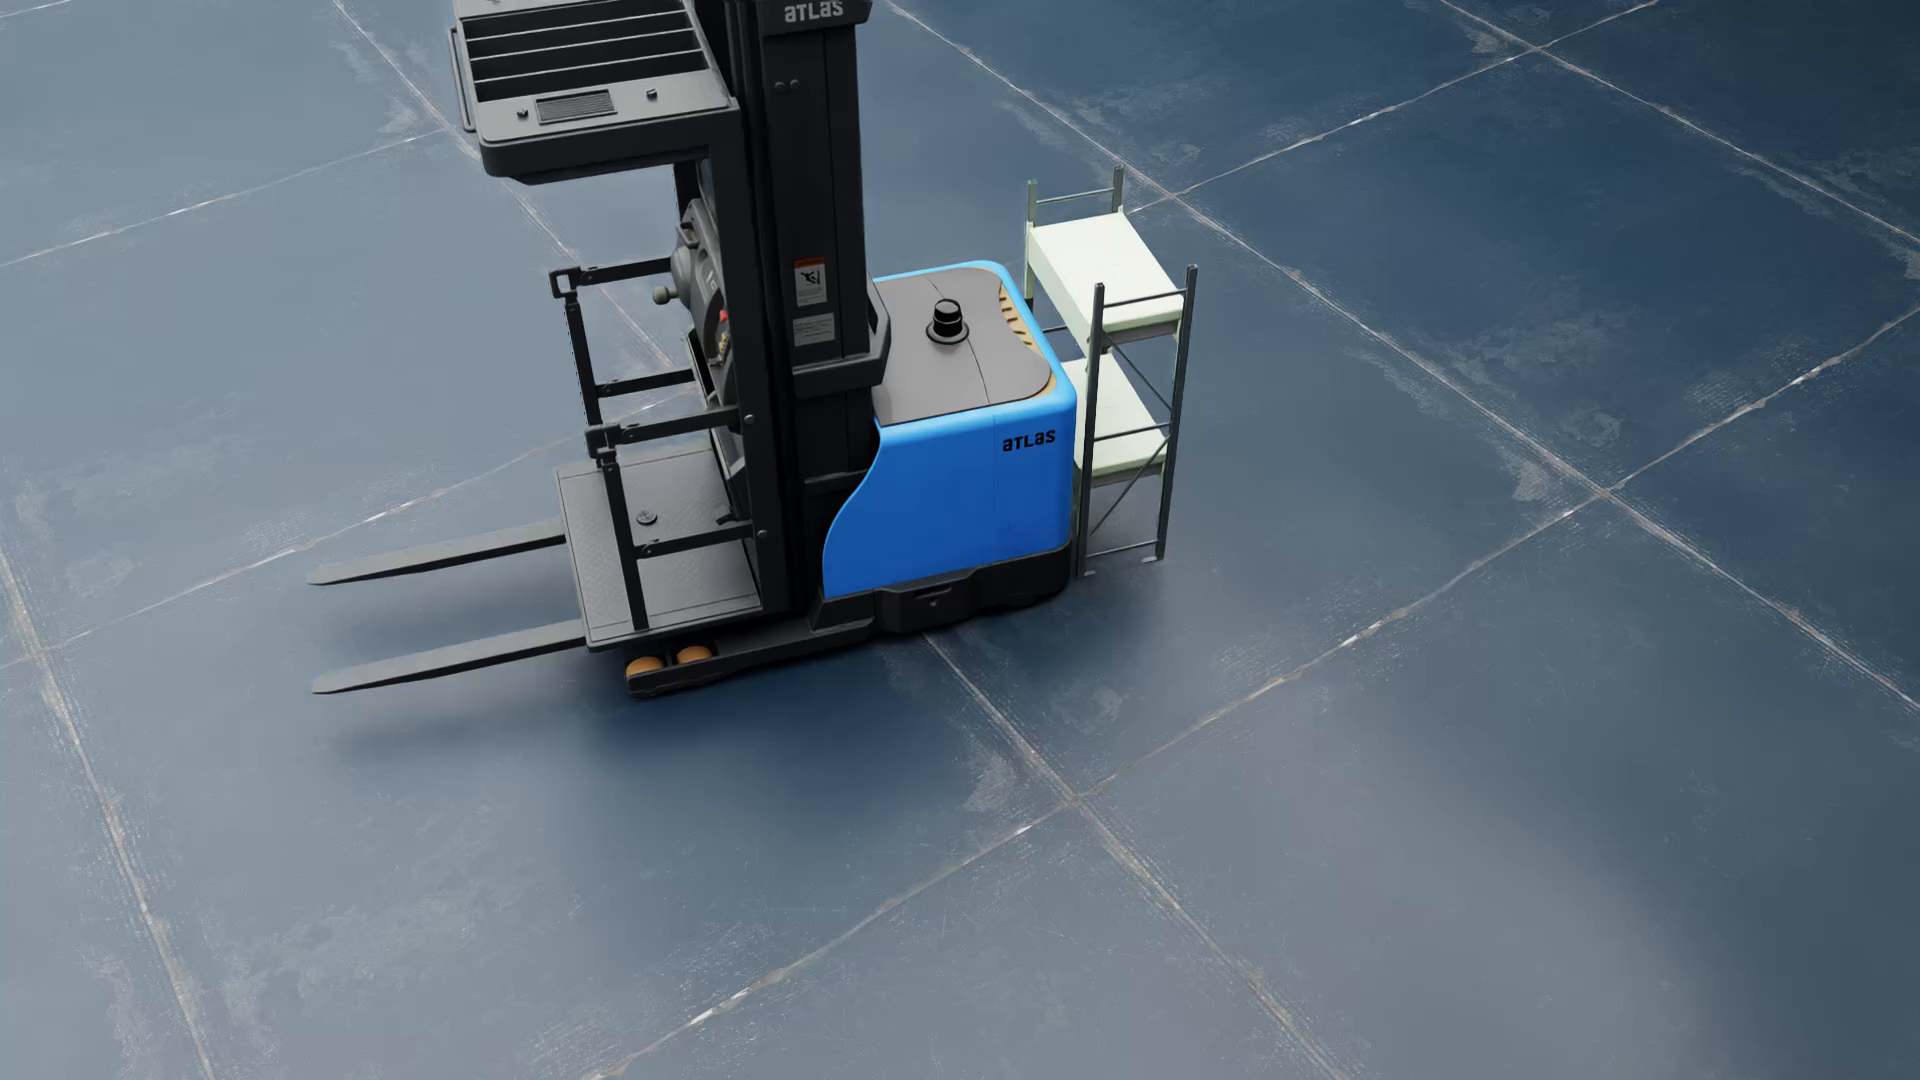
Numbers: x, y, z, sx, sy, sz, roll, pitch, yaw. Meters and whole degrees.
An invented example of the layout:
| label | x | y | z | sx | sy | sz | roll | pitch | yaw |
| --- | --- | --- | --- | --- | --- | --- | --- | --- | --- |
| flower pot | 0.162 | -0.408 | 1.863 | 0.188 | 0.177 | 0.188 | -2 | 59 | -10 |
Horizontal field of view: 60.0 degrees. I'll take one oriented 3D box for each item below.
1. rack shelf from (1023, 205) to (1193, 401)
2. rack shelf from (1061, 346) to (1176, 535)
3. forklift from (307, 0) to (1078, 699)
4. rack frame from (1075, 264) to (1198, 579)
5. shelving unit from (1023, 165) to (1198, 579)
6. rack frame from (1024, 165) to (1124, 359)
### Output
| label | x | y | z | sx | sy | sz | roll | pitch | yaw |
| --- | --- | --- | --- | --- | --- | --- | --- | --- | --- |
| rack shelf | 0.571 | -0.949 | 6.584 | 0.431 | 0.370 | 0.720 | -12 | 45 | -13 |
| rack shelf | 0.571 | -0.431 | 7.078 | 0.431 | 0.370 | 0.720 | -12 | 45 | -13 |
| forklift | -1.114 | -0.848 | 6.007 | 3.031 | 2.935 | 1.130 | -12 | 45 | -12 |
| rack frame | 0.683 | -0.426 | 6.601 | 0.400 | 1.500 | 0.023 | -12 | 45 | -13 |
| shelving unit | 0.571 | -0.667 | 6.853 | 0.431 | 1.500 | 0.755 | -12 | 45 | -13 |
| rack frame | 0.460 | -0.907 | 7.105 | 0.400 | 1.500 | 0.023 | -12 | 45 | -13 |
